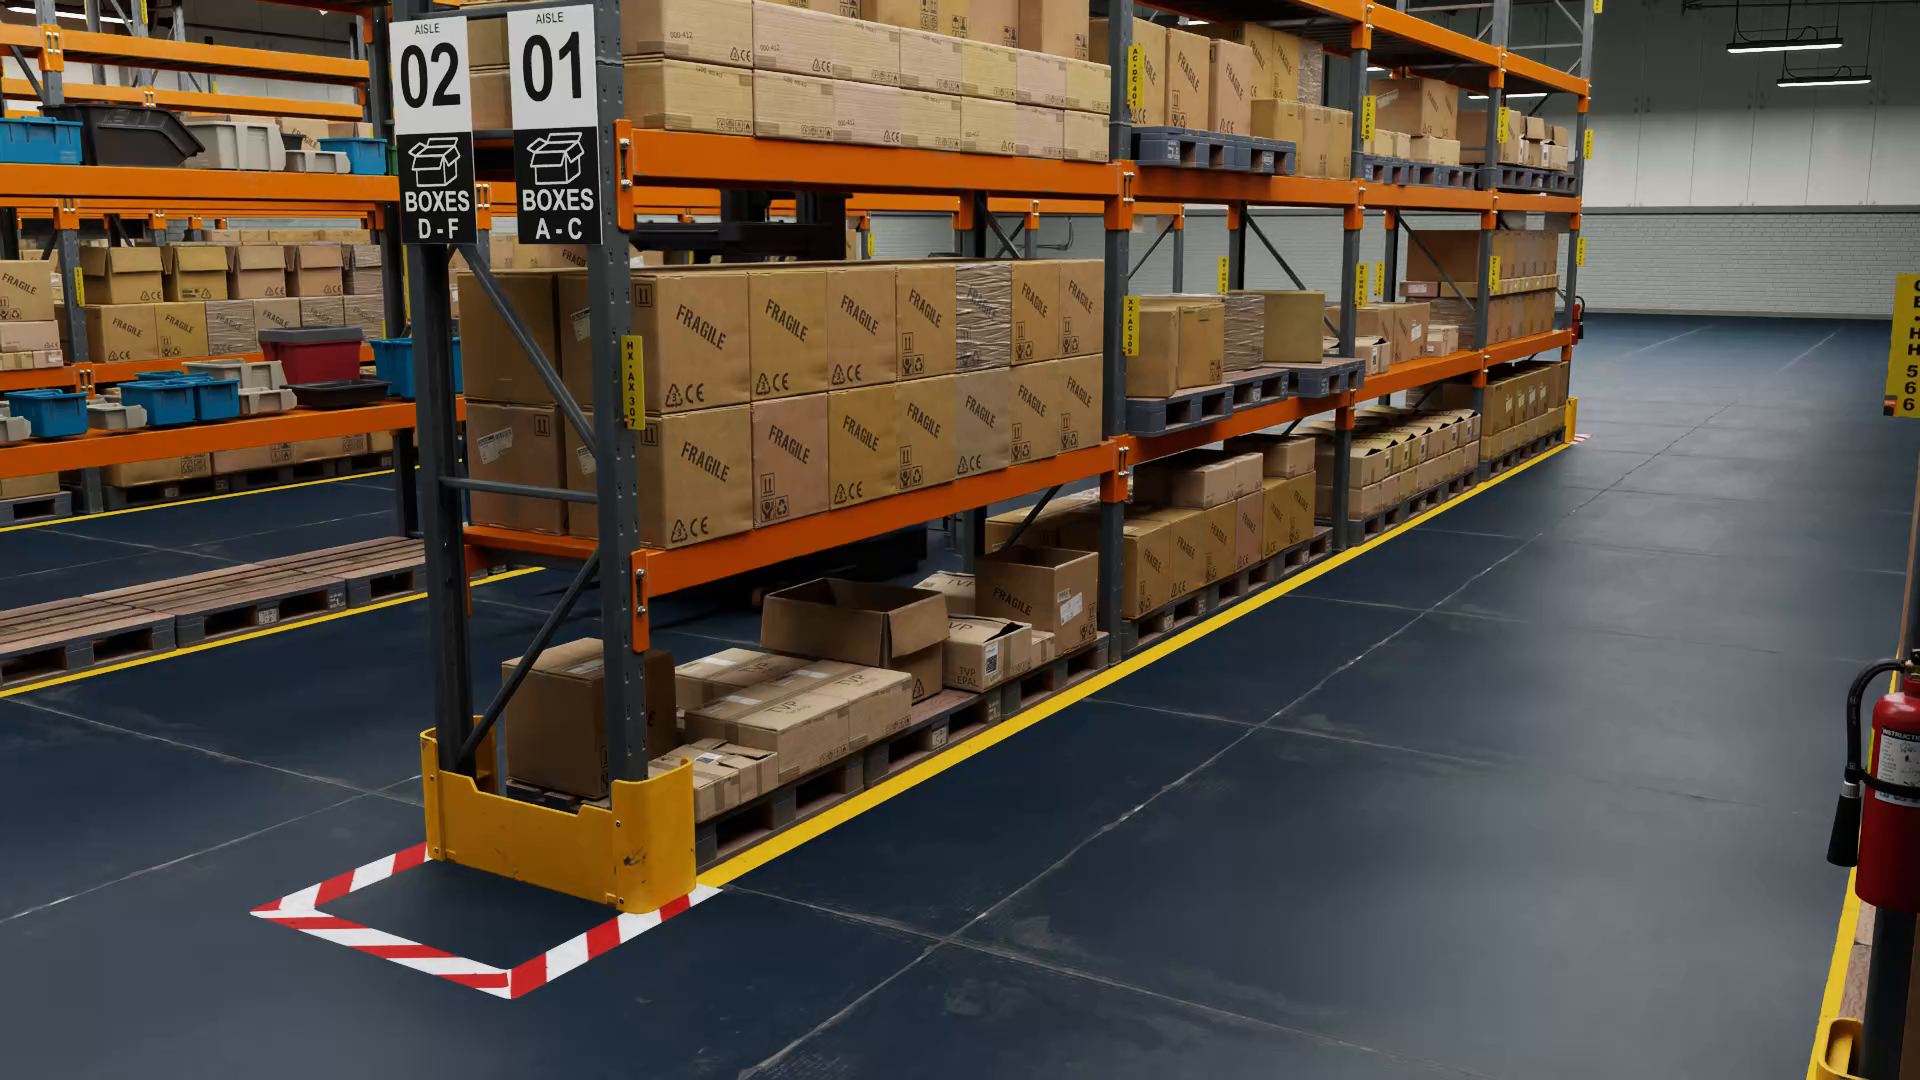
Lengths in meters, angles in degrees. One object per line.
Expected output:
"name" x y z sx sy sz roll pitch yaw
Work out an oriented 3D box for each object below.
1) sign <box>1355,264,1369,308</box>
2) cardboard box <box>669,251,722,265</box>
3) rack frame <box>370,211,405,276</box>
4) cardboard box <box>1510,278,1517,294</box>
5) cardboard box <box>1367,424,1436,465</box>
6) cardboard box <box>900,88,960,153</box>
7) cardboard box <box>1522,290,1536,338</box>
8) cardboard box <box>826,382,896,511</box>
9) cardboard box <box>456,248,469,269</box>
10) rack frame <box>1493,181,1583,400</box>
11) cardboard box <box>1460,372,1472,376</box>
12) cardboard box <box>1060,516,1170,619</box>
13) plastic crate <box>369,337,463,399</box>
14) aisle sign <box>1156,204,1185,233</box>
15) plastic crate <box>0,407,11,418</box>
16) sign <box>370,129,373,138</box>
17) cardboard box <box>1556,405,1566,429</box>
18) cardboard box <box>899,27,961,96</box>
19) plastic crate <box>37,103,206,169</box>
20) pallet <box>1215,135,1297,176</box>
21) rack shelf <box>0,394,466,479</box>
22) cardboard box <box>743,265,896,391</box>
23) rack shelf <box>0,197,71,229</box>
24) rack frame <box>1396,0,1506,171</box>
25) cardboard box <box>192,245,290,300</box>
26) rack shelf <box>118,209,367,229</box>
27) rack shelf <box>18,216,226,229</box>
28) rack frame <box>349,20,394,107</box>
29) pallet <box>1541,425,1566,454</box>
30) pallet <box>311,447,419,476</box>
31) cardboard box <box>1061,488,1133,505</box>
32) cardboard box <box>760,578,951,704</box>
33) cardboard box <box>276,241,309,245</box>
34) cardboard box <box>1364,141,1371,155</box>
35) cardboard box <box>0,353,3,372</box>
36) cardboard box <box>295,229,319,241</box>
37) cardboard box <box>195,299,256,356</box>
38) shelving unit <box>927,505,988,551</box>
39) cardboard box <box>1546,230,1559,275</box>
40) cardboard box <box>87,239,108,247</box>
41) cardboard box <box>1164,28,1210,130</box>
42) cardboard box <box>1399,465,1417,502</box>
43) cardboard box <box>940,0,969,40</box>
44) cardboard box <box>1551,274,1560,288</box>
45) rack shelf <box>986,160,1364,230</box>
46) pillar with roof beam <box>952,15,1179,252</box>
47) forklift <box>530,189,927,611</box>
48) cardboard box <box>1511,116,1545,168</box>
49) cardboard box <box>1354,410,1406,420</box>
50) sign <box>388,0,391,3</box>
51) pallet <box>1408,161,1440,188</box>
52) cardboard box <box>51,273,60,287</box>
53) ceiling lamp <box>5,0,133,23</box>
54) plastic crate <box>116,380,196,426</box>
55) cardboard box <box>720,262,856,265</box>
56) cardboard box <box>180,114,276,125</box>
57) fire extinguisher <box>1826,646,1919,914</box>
"sign" 3.017 -1.912 12.501 0.100 0.325 0.005 6 12 31
"cardboard box" -3.389 -3.742 21.407 0.500 0.500 0.500 6 12 31
"rack frame" -5.917 -2.379 17.927 1.000 3.000 0.127 6 12 31
"cardboard box" 5.595 -2.656 17.372 0.380 0.149 0.250 6 12 29
"cardboard box" 3.870 -0.862 14.627 0.500 0.311 0.500 6 12 30
"cardboard box" -0.338 -1.867 7.445 0.500 0.250 0.500 6 12 31
"cardboard box" 5.917 -2.507 18.337 0.700 0.500 0.500 6 12 31
"cardboard box" -0.623 -0.428 7.234 0.500 0.500 0.500 6 12 31
"cardboard box" -7.619 -4.255 24.604 0.875 0.550 0.550 6 12 31
"rack frame" 6.701 -2.691 19.589 1.000 3.000 0.127 6 12 31
"cardboard box" 5.205 -1.535 17.712 0.500 0.500 0.500 6 12 31
"cardboard box" 0.931 0.156 9.980 0.500 0.500 0.500 6 12 28
"plastic crate" -3.711 -1.193 11.469 0.392 0.384 0.575 6 12 31
"aisle sign" 2.761 -4.425 21.790 0.394 0.787 0.004 6 12 31
"plastic crate" -5.568 -0.694 9.475 0.396 0.136 0.243 6 12 31
"sign" -4.229 -2.809 12.045 0.100 0.325 0.005 6 12 31
"cardboard box" 6.676 -1.433 19.202 0.500 0.250 0.500 6 12 31
"cardboard box" -0.333 -2.112 7.396 0.500 0.250 0.500 6 12 31
"plastic crate" -4.809 -2.306 9.552 0.504 0.338 0.767 6 12 31
"pallet" 1.406 -2.445 10.635 1.213 0.211 1.003 6 12 31
"rack shelf" -4.799 -0.609 10.426 1.077 0.370 4.000 6 12 31
"cardboard box" -0.621 -0.921 7.146 0.500 0.500 0.500 7 12 31
"rack shelf" -9.032 -2.557 12.677 1.077 0.370 4.000 6 12 31
"rack frame" 4.625 -5.010 15.677 1.000 3.000 0.127 6 12 31
"cardboard box" -6.993 -2.600 16.107 0.797 0.503 0.637 7 13 33
"rack shelf" -9.065 -4.305 22.014 1.077 0.370 4.000 6 12 31
"rack shelf" -15.516 -5.864 30.345 1.077 0.370 4.000 6 12 31
"rack frame" -10.233 -7.533 29.153 1.000 3.000 0.127 6 12 31
"pallet" 6.340 -1.196 19.182 1.003 0.211 1.213 6 12 31
"pallet" -6.390 -0.892 17.560 1.003 0.211 1.213 6 12 31
"cardboard box" 1.007 -0.052 11.091 0.500 0.500 0.500 7 12 31
"cardboard box" -0.500 0.503 8.117 0.797 0.503 0.637 6 12 31
"cardboard box" -9.071 -3.720 22.101 0.700 0.500 0.500 6 12 30
"cardboard box" 2.992 -3.200 13.427 0.500 0.250 0.500 7 13 32
"cardboard box" -8.139 -1.467 13.735 0.380 0.149 0.250 6 12 30
"cardboard box" -11.135 -4.936 27.785 0.700 0.500 0.500 6 12 30
"cardboard box" -7.020 -2.006 15.660 0.500 0.500 0.500 6 12 29
"shelving unit" -0.086 -1.006 13.036 0.431 2.100 0.503 6 12 31
"cardboard box" 6.421 -3.297 19.031 0.700 0.500 0.500 6 12 31
"cardboard box" -12.825 -4.427 24.879 0.380 0.149 0.250 6 12 28
"cardboard box" 1.123 -2.762 10.134 0.600 0.600 0.600 6 12 30
"cardboard box" 3.596 -0.503 14.236 0.500 0.250 0.500 6 12 29
"cardboard box" -0.384 -2.594 7.932 0.700 0.500 0.500 6 12 31
"cardboard box" 6.666 -2.980 19.102 0.380 0.149 0.250 6 12 30
"rack shelf" 1.510 -2.239 10.979 1.077 0.370 4.000 6 12 31
"pillar with roof beam" 3.646 -12.290 54.563 9.100 9.000 0.548 6 12 31
"forklift" -1.522 -1.076 11.149 1.130 2.935 3.031 8 13 36
"cardboard box" 5.588 -4.109 17.211 0.797 0.503 0.637 8 13 37
"cardboard box" 3.933 -1.073 15.754 0.500 0.311 0.500 6 12 30
"sign" -2.069 -2.140 6.091 0.100 0.325 0.005 6 12 31
"pallet" 3.402 -3.105 14.167 1.003 0.211 1.213 7 13 33
"cardboard box" -10.500 -2.964 18.972 0.380 0.149 0.250 6 12 31
"ceiling lamp" -14.604 -10.059 26.780 0.800 3.185 2.000 6 12 31
"plastic crate" -4.744 -0.810 9.835 0.416 0.233 0.300 6 12 31
"cardboard box" -0.816 -1.053 7.855 0.500 0.500 0.500 7 13 32
"cardboard box" -6.959 -3.788 15.876 0.797 0.503 0.637 6 12 30
"fire extinguisher" 2.158 0.499 3.774 0.296 0.674 0.183 6 12 31
